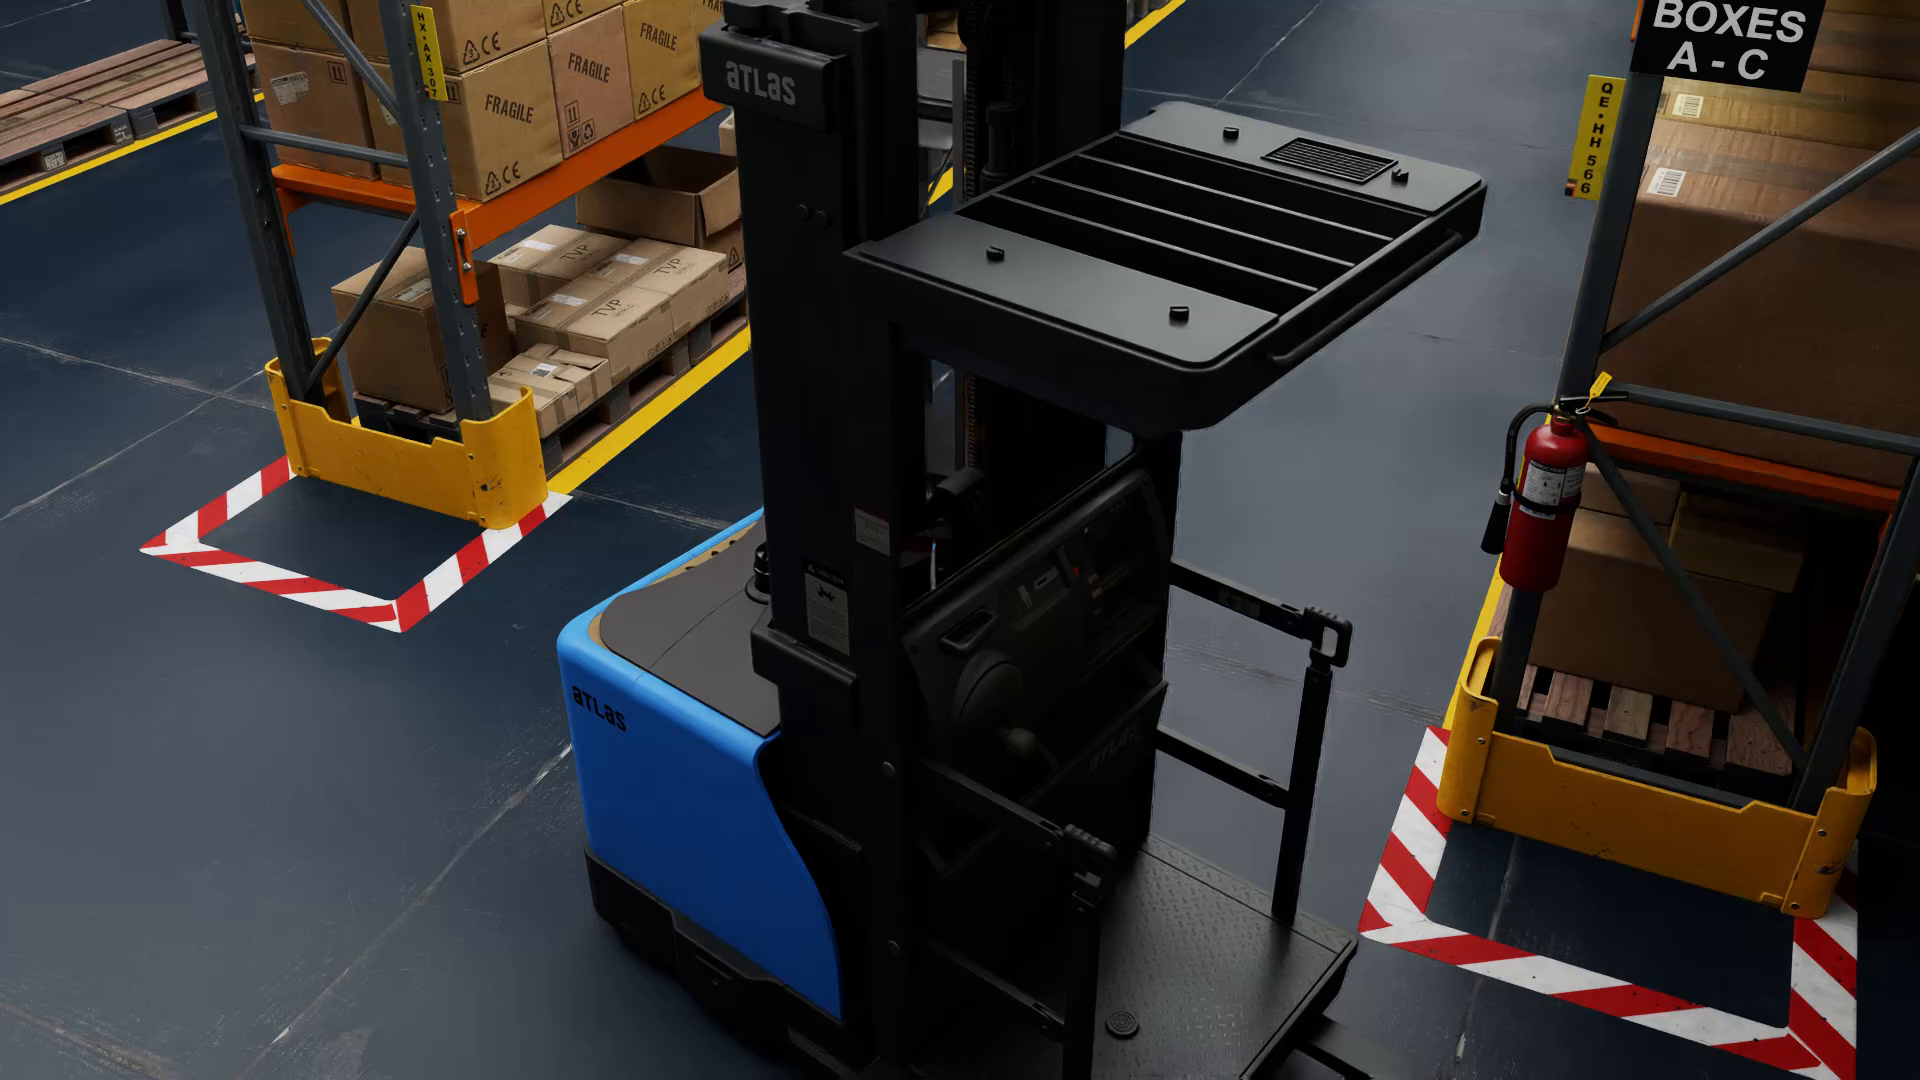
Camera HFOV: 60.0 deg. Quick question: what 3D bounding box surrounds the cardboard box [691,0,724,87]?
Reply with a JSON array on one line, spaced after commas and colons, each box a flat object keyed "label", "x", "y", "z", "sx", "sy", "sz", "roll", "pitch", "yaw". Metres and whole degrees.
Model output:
[{"label": "cardboard box", "x": -1.295, "y": -2.423, "z": 7.619, "sx": 0.500, "sy": 0.500, "sz": 0.500, "roll": 15, "pitch": 36, "yaw": 21}]

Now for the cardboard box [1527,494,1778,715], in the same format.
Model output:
[{"label": "cardboard box", "x": 2.349, "y": 0.168, "z": 5.655, "sx": 0.700, "sy": 0.500, "sz": 0.500, "roll": 14, "pitch": 36, "yaw": 20}]

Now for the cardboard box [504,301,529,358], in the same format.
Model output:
[{"label": "cardboard box", "x": -2.099, "y": -0.973, "z": 7.680, "sx": 0.380, "sy": 0.166, "sz": 0.250, "roll": 14, "pitch": 36, "yaw": 20}]

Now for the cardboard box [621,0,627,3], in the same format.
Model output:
[{"label": "cardboard box", "x": -1.503, "y": -2.596, "z": 6.970, "sx": 0.500, "sy": 0.500, "sz": 0.500, "roll": 15, "pitch": 36, "yaw": 21}]

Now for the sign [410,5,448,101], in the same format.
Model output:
[{"label": "sign", "x": -1.861, "y": -1.703, "z": 5.822, "sx": 0.100, "sy": 0.325, "sz": 0.005, "roll": 14, "pitch": 36, "yaw": 20}]

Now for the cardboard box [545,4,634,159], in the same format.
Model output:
[{"label": "cardboard box", "x": -1.718, "y": -1.926, "z": 6.860, "sx": 0.500, "sy": 0.500, "sz": 0.500, "roll": 14, "pitch": 36, "yaw": 20}]

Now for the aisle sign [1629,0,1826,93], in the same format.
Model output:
[{"label": "aisle sign", "x": 1.844, "y": -1.451, "z": 3.856, "sx": 0.394, "sy": 0.787, "sz": 0.004, "roll": 14, "pitch": 36, "yaw": 20}]

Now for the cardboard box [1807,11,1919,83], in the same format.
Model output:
[{"label": "cardboard box", "x": 2.973, "y": -1.455, "z": 5.959, "sx": 0.980, "sy": 0.700, "sz": 0.700, "roll": 12, "pitch": 35, "yaw": 18}]

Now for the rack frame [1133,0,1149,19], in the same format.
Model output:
[{"label": "rack frame", "x": 0.993, "y": -5.449, "z": 12.325, "sx": 1.000, "sy": 3.000, "sz": 0.127, "roll": 14, "pitch": 36, "yaw": 20}]

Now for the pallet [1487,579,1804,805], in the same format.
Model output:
[{"label": "pallet", "x": 2.410, "y": 0.420, "z": 5.918, "sx": 1.003, "sy": 0.211, "sz": 1.213, "roll": 14, "pitch": 36, "yaw": 20}]

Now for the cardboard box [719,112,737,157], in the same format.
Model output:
[{"label": "cardboard box", "x": -1.053, "y": -2.357, "z": 9.660, "sx": 0.500, "sy": 0.311, "sz": 0.500, "roll": 14, "pitch": 36, "yaw": 20}]

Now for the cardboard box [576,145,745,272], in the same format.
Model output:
[{"label": "cardboard box", "x": -1.462, "y": -1.660, "z": 8.422, "sx": 0.797, "sy": 0.503, "sz": 0.637, "roll": 14, "pitch": 36, "yaw": 20}]

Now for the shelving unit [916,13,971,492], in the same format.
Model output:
[{"label": "shelving unit", "x": -0.069, "y": -0.796, "z": 6.049, "sx": 0.431, "sy": 2.100, "sz": 0.503, "roll": 14, "pitch": 36, "yaw": 20}]

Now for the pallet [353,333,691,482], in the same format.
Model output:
[{"label": "pallet", "x": -1.989, "y": -0.734, "z": 7.677, "sx": 1.003, "sy": 0.211, "sz": 1.213, "roll": 14, "pitch": 36, "yaw": 20}]

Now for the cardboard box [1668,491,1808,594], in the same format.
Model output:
[{"label": "cardboard box", "x": 2.478, "y": 0.005, "z": 5.313, "sx": 0.380, "sy": 0.149, "sz": 0.250, "roll": 14, "pitch": 36, "yaw": 21}]

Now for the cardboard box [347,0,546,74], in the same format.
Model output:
[{"label": "cardboard box", "x": -1.929, "y": -2.085, "z": 6.192, "sx": 0.500, "sy": 0.500, "sz": 0.500, "roll": 15, "pitch": 36, "yaw": 22}]

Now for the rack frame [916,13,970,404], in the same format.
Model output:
[{"label": "rack frame", "x": 0.033, "y": -0.917, "z": 6.234, "sx": 0.400, "sy": 2.100, "sz": 0.015, "roll": 14, "pitch": 36, "yaw": 20}]

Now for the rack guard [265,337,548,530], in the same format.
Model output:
[{"label": "rack guard", "x": -2.322, "y": -0.458, "z": 6.992, "sx": 1.175, "sy": 0.500, "sz": 0.348, "roll": 14, "pitch": 36, "yaw": 20}]

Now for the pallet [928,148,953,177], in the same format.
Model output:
[{"label": "pallet", "x": -0.374, "y": -2.705, "z": 10.683, "sx": 1.003, "sy": 0.211, "sz": 1.213, "roll": 14, "pitch": 36, "yaw": 20}]

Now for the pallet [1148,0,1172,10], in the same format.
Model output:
[{"label": "pallet", "x": 1.373, "y": -4.684, "z": 13.701, "sx": 1.003, "sy": 0.211, "sz": 1.213, "roll": 14, "pitch": 36, "yaw": 20}]

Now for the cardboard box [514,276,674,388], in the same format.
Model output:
[{"label": "cardboard box", "x": -1.660, "y": -0.954, "z": 7.576, "sx": 0.500, "sy": 0.250, "sz": 0.500, "roll": 14, "pitch": 36, "yaw": 20}]

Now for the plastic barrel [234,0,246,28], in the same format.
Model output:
[{"label": "plastic barrel", "x": -4.935, "y": -4.161, "z": 11.890, "sx": 0.600, "sy": 0.901, "sz": 0.708, "roll": 14, "pitch": 36, "yaw": 20}]

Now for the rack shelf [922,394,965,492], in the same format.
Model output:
[{"label": "rack shelf", "x": -0.069, "y": -0.199, "z": 6.440, "sx": 0.431, "sy": 0.518, "sz": 0.480, "roll": 14, "pitch": 36, "yaw": 20}]

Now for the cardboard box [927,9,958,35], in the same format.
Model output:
[{"label": "cardboard box", "x": -0.044, "y": -3.049, "z": 10.543, "sx": 0.500, "sy": 0.500, "sz": 0.500, "roll": 15, "pitch": 36, "yaw": 21}]

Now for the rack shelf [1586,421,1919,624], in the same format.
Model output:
[{"label": "rack shelf", "x": 2.984, "y": -1.026, "z": 6.235, "sx": 1.077, "sy": 0.370, "sz": 4.000, "roll": 14, "pitch": 36, "yaw": 20}]

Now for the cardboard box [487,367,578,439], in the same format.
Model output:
[{"label": "cardboard box", "x": -1.867, "y": -0.587, "z": 7.108, "sx": 0.380, "sy": 0.149, "sz": 0.250, "roll": 14, "pitch": 36, "yaw": 20}]

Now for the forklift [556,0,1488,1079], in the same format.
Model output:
[{"label": "forklift", "x": 0.366, "y": 0.213, "z": 3.753, "sx": 3.031, "sy": 2.935, "sz": 1.130, "roll": 24, "pitch": 40, "yaw": 32}]

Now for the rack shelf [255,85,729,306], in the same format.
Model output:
[{"label": "rack shelf", "x": -1.517, "y": -2.160, "z": 7.965, "sx": 1.077, "sy": 0.370, "sz": 4.000, "roll": 14, "pitch": 36, "yaw": 20}]

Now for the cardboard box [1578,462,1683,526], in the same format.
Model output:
[{"label": "cardboard box", "x": 2.237, "y": -0.209, "z": 5.639, "sx": 0.380, "sy": 0.149, "sz": 0.250, "roll": 14, "pitch": 36, "yaw": 20}]

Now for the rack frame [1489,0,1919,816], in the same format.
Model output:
[{"label": "rack frame", "x": 2.147, "y": -0.330, "z": 4.518, "sx": 1.000, "sy": 3.000, "sz": 0.127, "roll": 14, "pitch": 36, "yaw": 20}]

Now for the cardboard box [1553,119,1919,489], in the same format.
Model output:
[{"label": "cardboard box", "x": 2.351, "y": -0.712, "z": 4.827, "sx": 0.980, "sy": 0.700, "sz": 0.700, "roll": 16, "pitch": 36, "yaw": 23}]

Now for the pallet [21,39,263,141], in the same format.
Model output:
[{"label": "pallet", "x": -5.450, "y": -3.054, "z": 11.215, "sx": 1.003, "sy": 0.211, "sz": 1.213, "roll": 14, "pitch": 36, "yaw": 20}]
